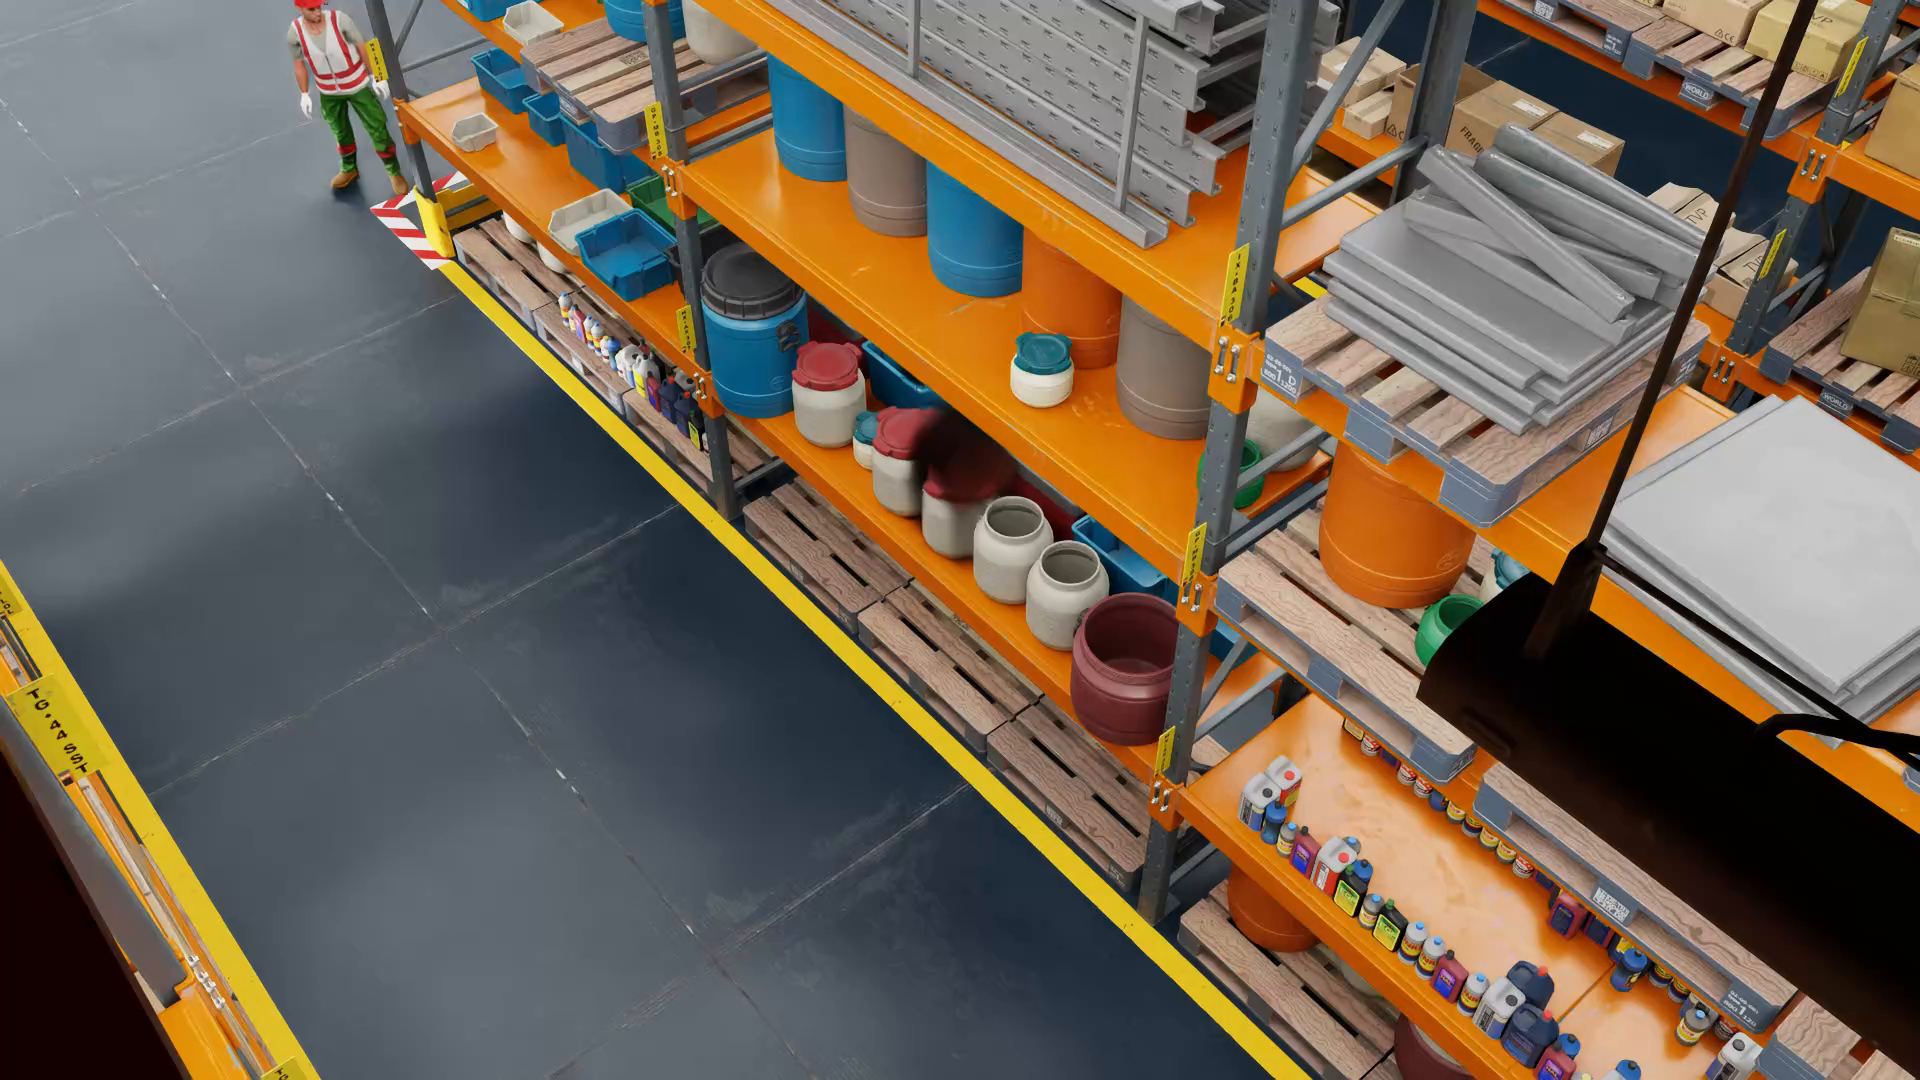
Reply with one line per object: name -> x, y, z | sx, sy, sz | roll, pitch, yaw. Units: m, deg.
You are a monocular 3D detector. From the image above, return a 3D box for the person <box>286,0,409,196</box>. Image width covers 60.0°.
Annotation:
person -> -4.865, -3.550, 13.132 | 0.658, 1.819, 0.396 | -1, 47, -1
